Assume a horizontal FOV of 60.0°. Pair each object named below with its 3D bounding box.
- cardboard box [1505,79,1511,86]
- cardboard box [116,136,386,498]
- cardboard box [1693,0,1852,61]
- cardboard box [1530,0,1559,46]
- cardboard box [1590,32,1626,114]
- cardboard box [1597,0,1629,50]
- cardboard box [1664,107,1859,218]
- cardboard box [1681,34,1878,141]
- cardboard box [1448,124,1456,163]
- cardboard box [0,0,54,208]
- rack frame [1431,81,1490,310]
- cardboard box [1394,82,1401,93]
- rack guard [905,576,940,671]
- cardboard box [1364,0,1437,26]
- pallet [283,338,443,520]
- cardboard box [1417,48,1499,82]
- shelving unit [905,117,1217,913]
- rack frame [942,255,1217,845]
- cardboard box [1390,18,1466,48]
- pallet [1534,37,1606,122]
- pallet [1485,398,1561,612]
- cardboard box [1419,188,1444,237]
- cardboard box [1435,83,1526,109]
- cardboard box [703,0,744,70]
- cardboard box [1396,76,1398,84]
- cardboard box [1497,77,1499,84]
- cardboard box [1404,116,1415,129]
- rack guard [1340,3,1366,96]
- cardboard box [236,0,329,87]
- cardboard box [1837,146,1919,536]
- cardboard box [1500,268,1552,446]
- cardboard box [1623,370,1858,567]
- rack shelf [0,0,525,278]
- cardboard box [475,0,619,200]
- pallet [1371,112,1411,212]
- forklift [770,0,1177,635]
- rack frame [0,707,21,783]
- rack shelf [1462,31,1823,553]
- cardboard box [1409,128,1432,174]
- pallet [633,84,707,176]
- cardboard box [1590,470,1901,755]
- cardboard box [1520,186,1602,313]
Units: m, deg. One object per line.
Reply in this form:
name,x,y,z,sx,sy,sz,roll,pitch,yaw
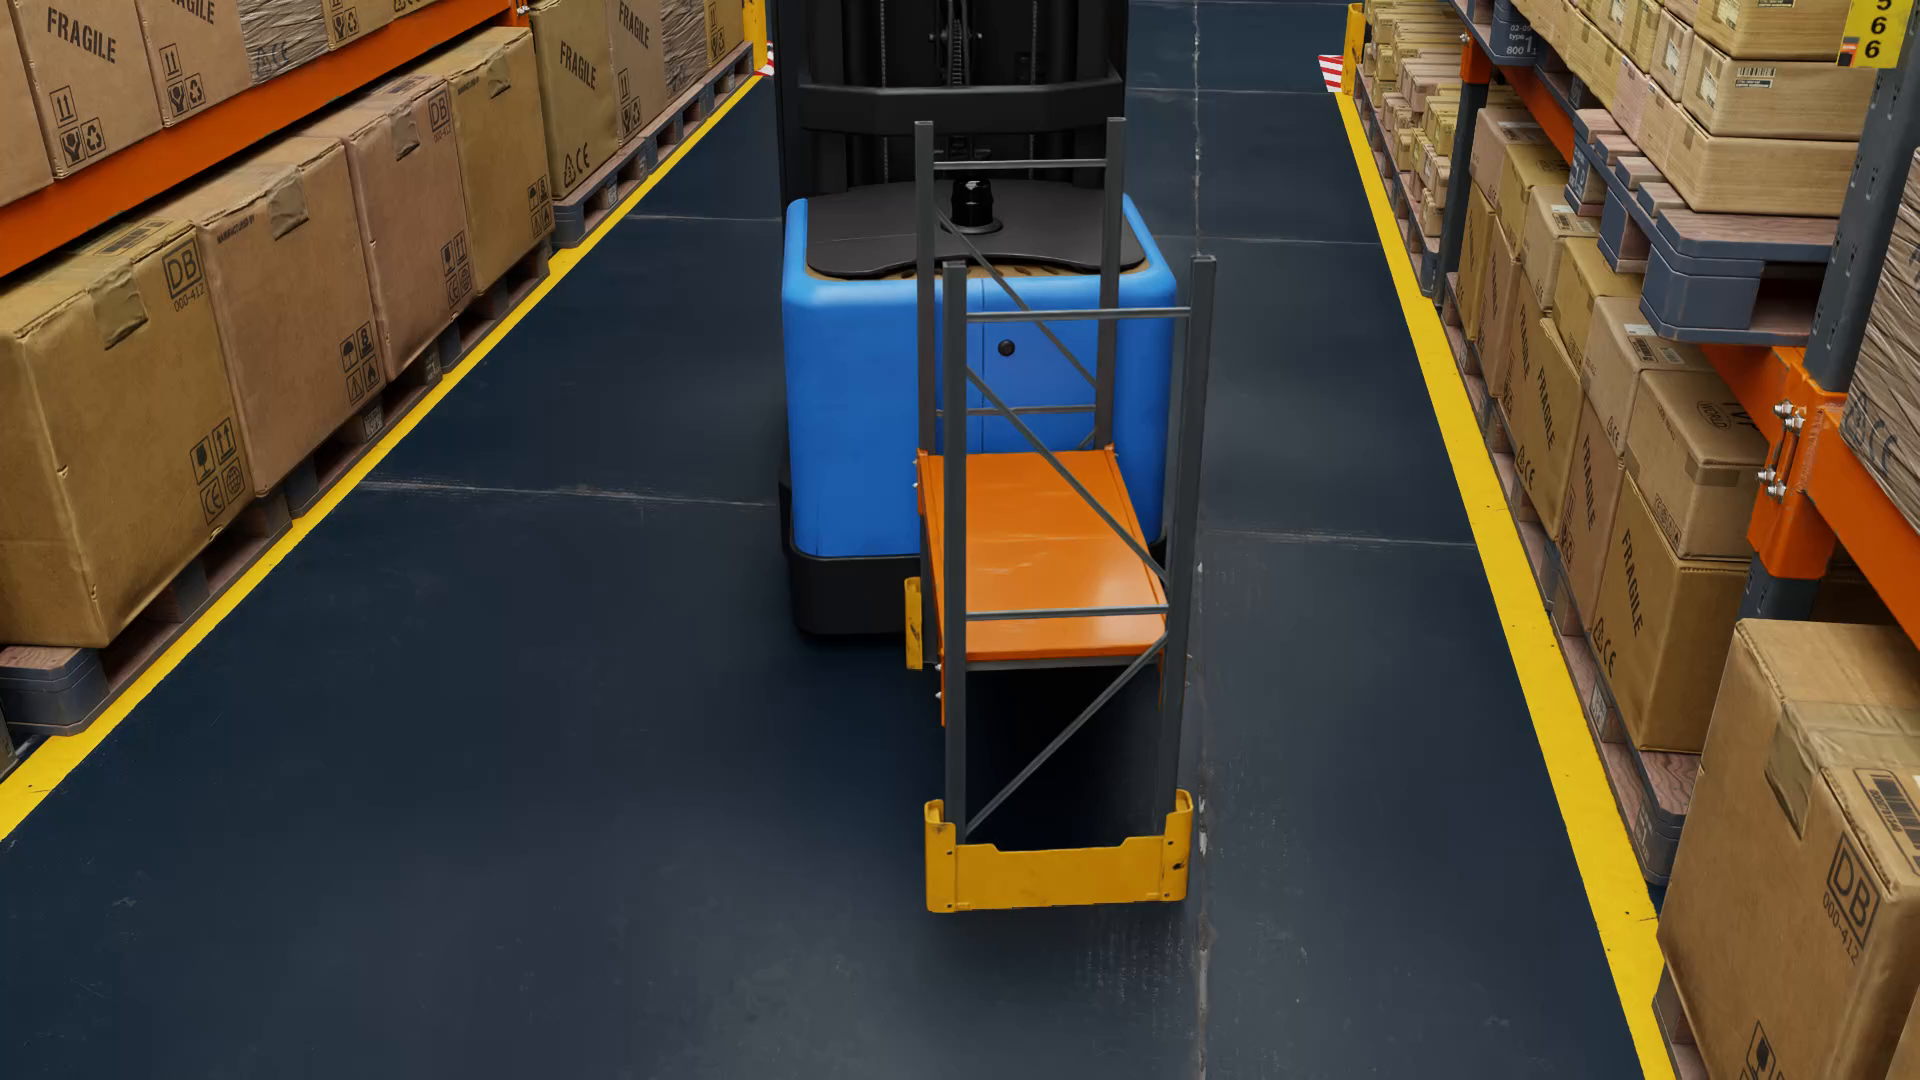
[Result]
cardboard box,2.920,-2.264,8.226,0.380,0.149,0.250,2,28,4
cardboard box,-2.654,-0.747,5.272,1.225,0.875,0.875,3,29,6
cardboard box,1.639,-1.013,3.162,0.380,0.149,0.250,2,28,4
cardboard box,1.831,-1.484,4.664,0.380,0.149,0.250,2,28,4
cardboard box,1.736,-1.107,3.965,0.380,0.149,0.250,3,28,6
cardboard box,1.734,-1.251,3.918,0.380,0.149,0.250,3,29,6
cardboard box,1.638,-0.752,3.306,0.380,0.149,0.250,4,29,7
cardboard box,1.643,-0.883,3.235,0.380,0.149,0.250,4,29,7
cardboard box,2.309,-1.676,7.135,0.380,0.149,0.250,4,29,8
cardboard box,-2.547,-1.012,3.860,0.500,0.500,0.500,4,29,8
rack frame,2.524,-2.302,6.360,1.000,3.000,0.127,3,28,6
cardboard box,2.581,-2.402,9.109,0.380,0.149,0.250,3,29,6
rack guard,0.144,0.221,4.575,0.587,0.250,0.087,-2,28,-4
cardboard box,2.613,-3.150,9.869,0.380,0.149,0.250,2,28,4
pallet,-2.553,-0.467,5.894,1.003,0.211,1.213,3,28,6
cardboard box,2.535,-2.405,8.487,0.380,0.149,0.250,3,29,6
shelving unit,0.180,-0.093,3.842,0.587,1.500,1.083,-2,28,-4
rack frame,0.218,0.152,3.387,0.500,1.500,0.032,-2,28,-4
cardboard box,2.592,-2.780,9.184,0.380,0.149,0.250,2,28,4
pallet,2.236,-1.269,4.645,1.003,0.211,1.213,3,28,6
pallet,2.283,-0.132,5.272,1.003,0.211,1.213,3,28,6
cardboard box,2.234,-1.436,7.316,0.380,0.149,0.250,4,29,7
cardboard box,2.434,-2.034,7.799,0.380,0.149,0.250,4,29,8
cardboard box,-1.895,-3.464,10.315,0.875,0.875,0.875,3,28,6
cardboard box,2.586,-2.523,9.020,0.380,0.149,0.250,2,28,4
cardboard box,3.036,-2.615,9.191,0.380,0.149,0.250,3,28,6
cardboard box,2.459,-2.042,8.441,0.380,0.149,0.250,4,29,7
rack guard,3.005,-3.049,10.382,1.175,0.500,0.348,3,28,6
cardboard box,-2.363,-1.731,5.196,0.500,0.500,0.500,3,29,6
cardboard box,1.711,-0.267,2.478,0.500,0.500,0.500,4,29,7
cardboard box,2.056,-0.557,5.315,0.500,0.500,0.500,4,29,7
cardboard box,1.858,-0.171,3.806,0.500,0.250,0.500,3,28,5
rack shelf,-2.631,-1.380,5.407,1.077,0.370,4.000,3,28,6
cardboard box,-2.226,-2.193,7.956,0.875,0.875,0.875,3,28,6
pallet,2.718,-1.968,8.681,1.003,0.211,1.213,3,28,6
forklift,-0.049,-1.694,5.303,1.130,2.935,3.031,-2,28,-4
rack frame,-2.876,-0.755,3.489,1.000,3.000,0.127,3,28,6
rack shelf,2.279,-1.044,4.783,1.077,0.370,4.000,3,28,6
cardboard box,2.283,-1.785,7.649,0.380,0.149,0.250,2,28,4
pallet,-2.068,-2.339,9.370,1.003,0.211,1.213,3,28,6
cardboard box,1.855,0.172,3.962,0.500,0.500,0.500,3,28,6
cardboard box,2.042,-0.893,5.148,0.500,0.250,0.500,4,29,8
